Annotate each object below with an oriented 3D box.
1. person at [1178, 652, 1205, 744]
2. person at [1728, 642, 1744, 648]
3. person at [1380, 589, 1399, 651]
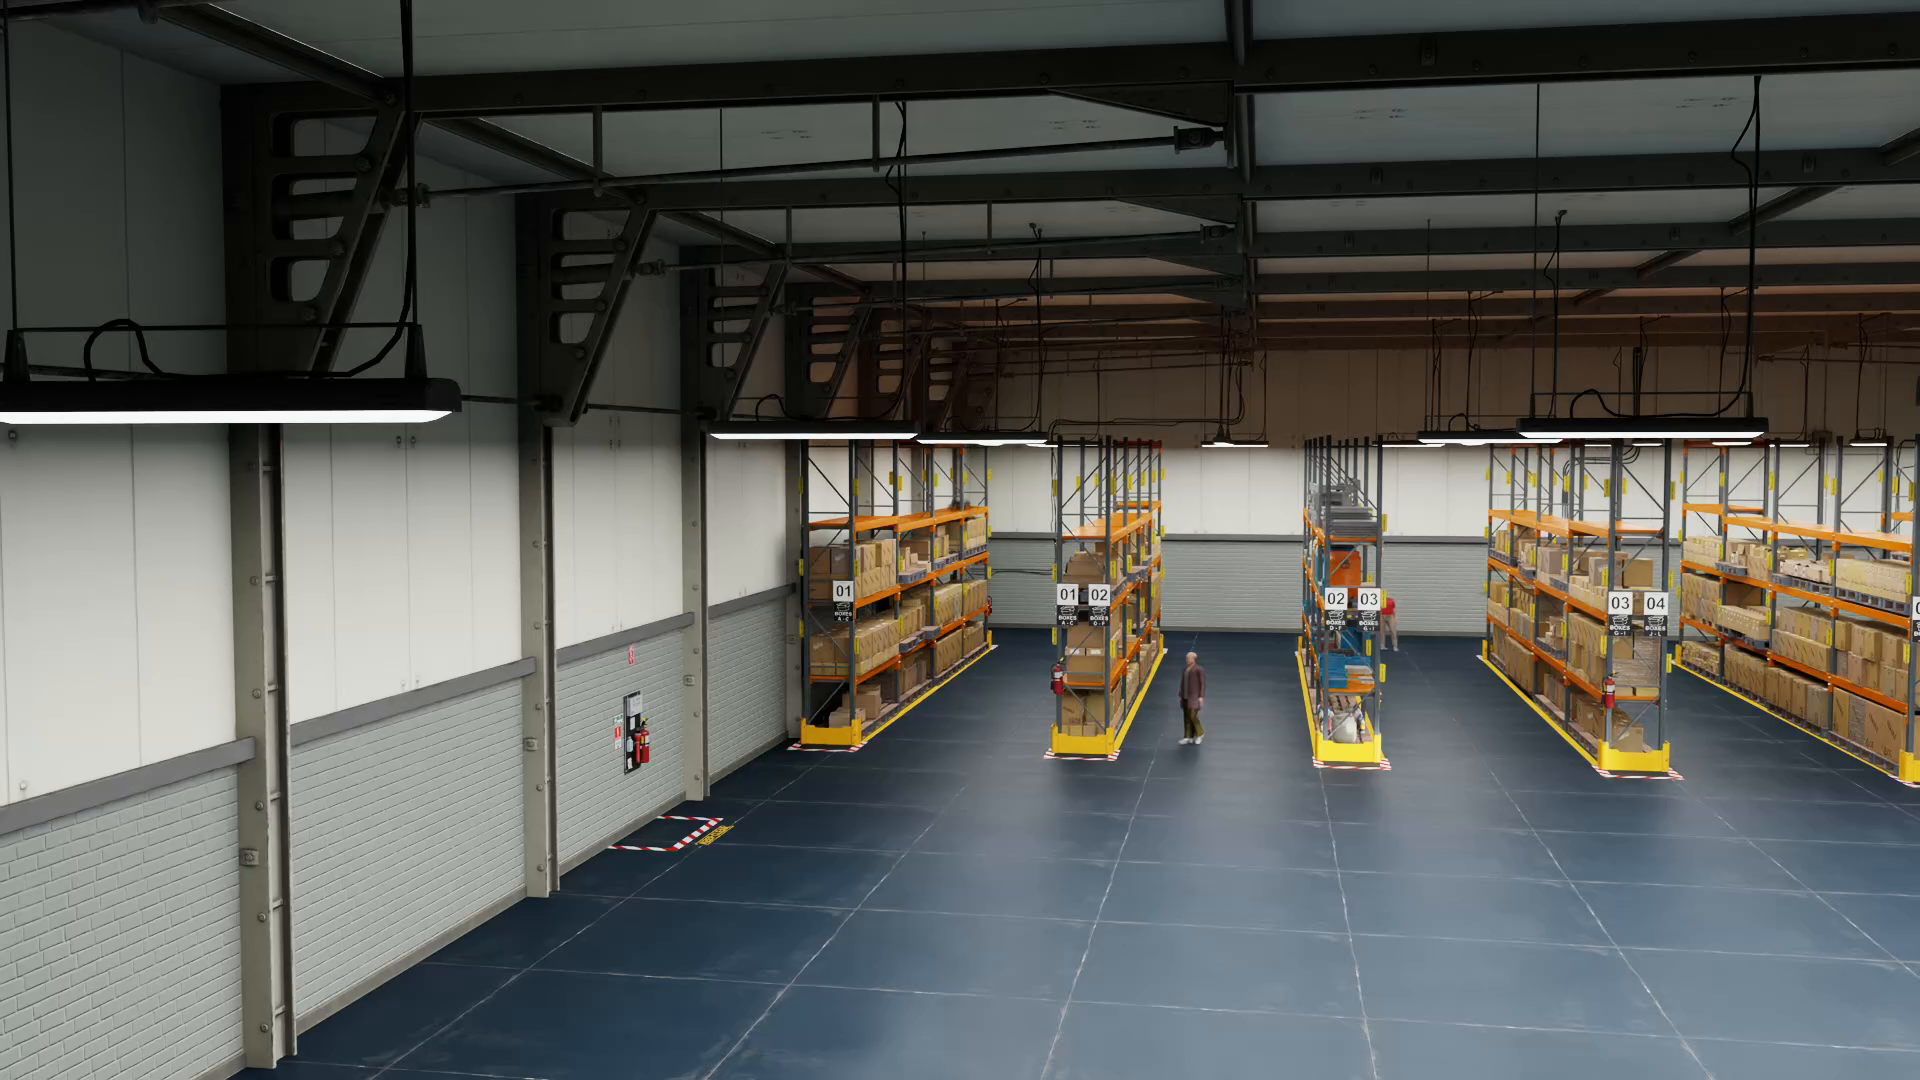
[{"bbox_3d":[4.494,3.073,32.339,0.487,1.781,0.636,-2,4,-36],"label":"person"},{"bbox_3d":[21.132,2.451,45.168,1.028,1.613,0.507,2,4,31],"label":"person"},{"bbox_3d":[12.246,2.287,47.637,0.629,1.736,0.431,1,3,12],"label":"person"}]
